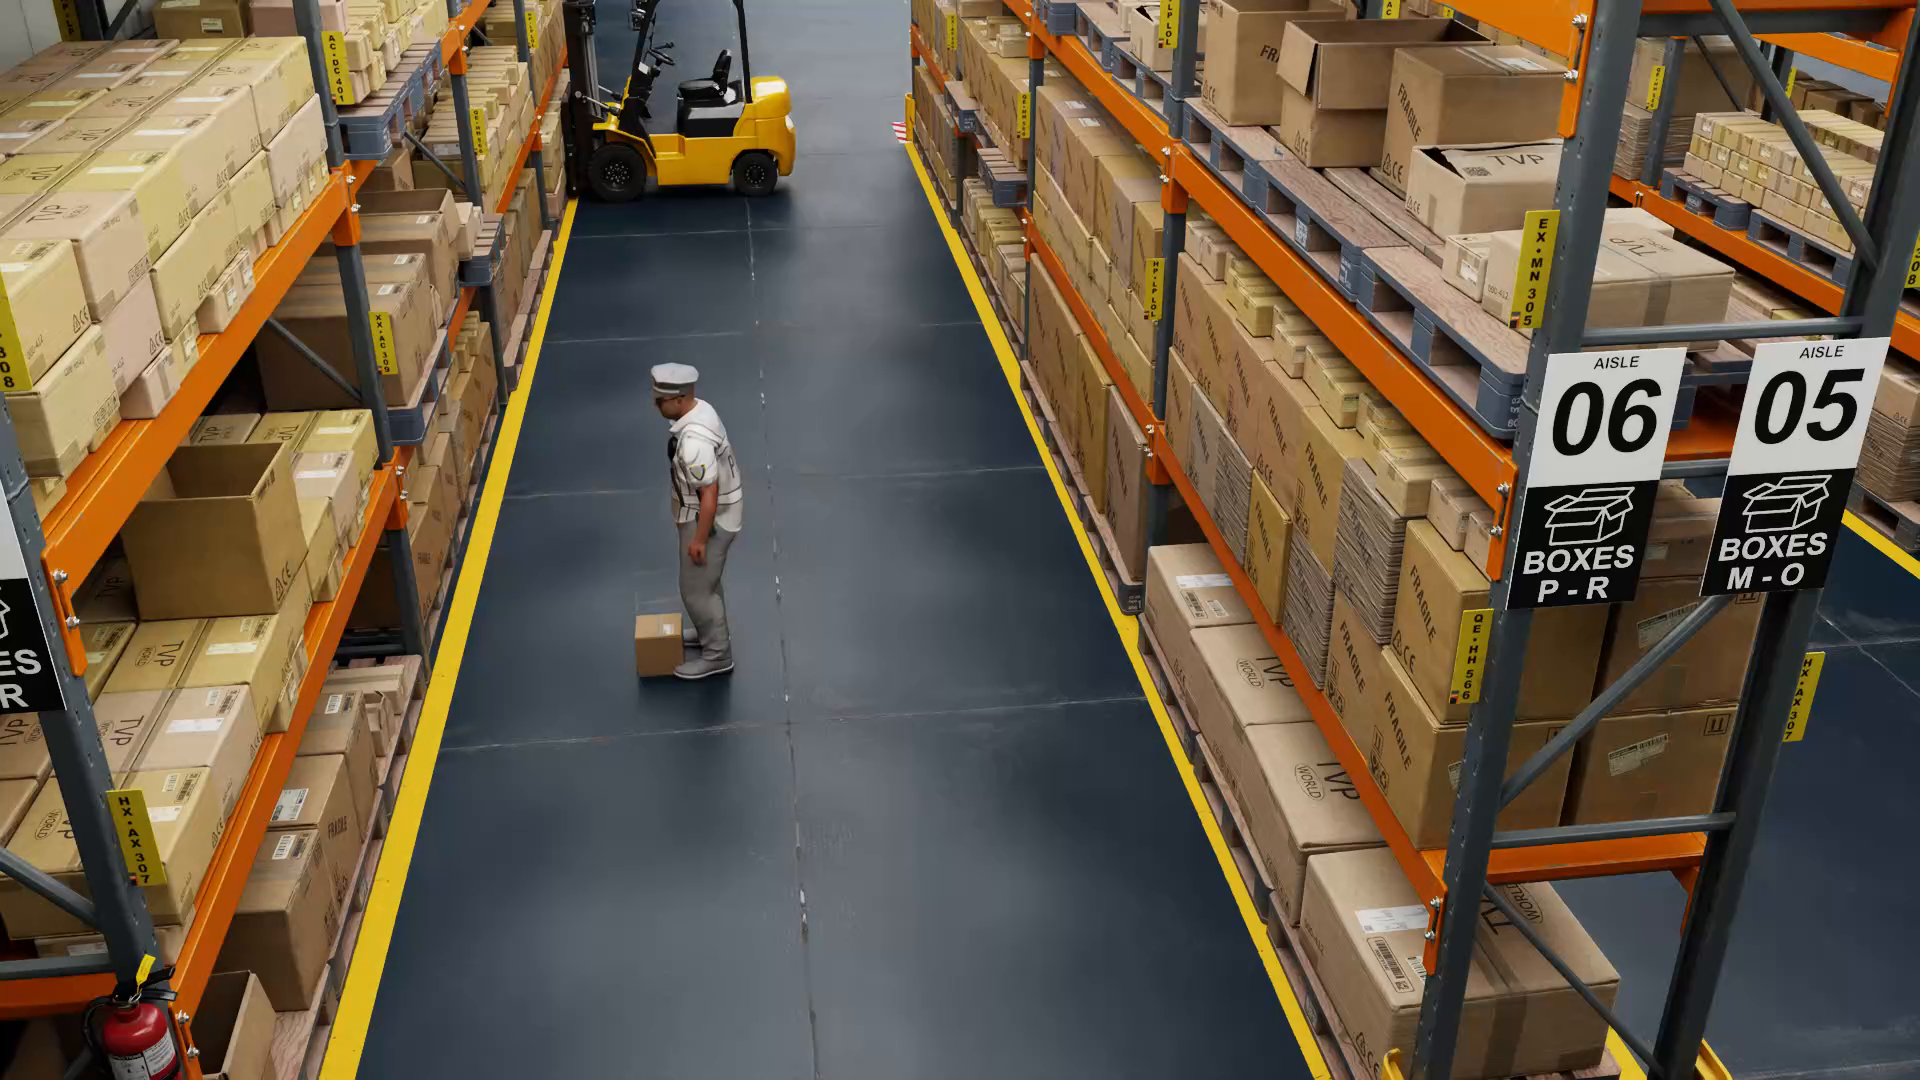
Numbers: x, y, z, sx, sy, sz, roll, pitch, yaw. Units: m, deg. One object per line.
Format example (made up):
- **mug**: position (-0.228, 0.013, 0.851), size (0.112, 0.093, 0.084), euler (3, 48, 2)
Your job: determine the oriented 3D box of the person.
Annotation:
- **person**: position (-1.371, -0.112, 8.831), size (0.439, 1.746, 0.591), euler (-5, 27, -9)
